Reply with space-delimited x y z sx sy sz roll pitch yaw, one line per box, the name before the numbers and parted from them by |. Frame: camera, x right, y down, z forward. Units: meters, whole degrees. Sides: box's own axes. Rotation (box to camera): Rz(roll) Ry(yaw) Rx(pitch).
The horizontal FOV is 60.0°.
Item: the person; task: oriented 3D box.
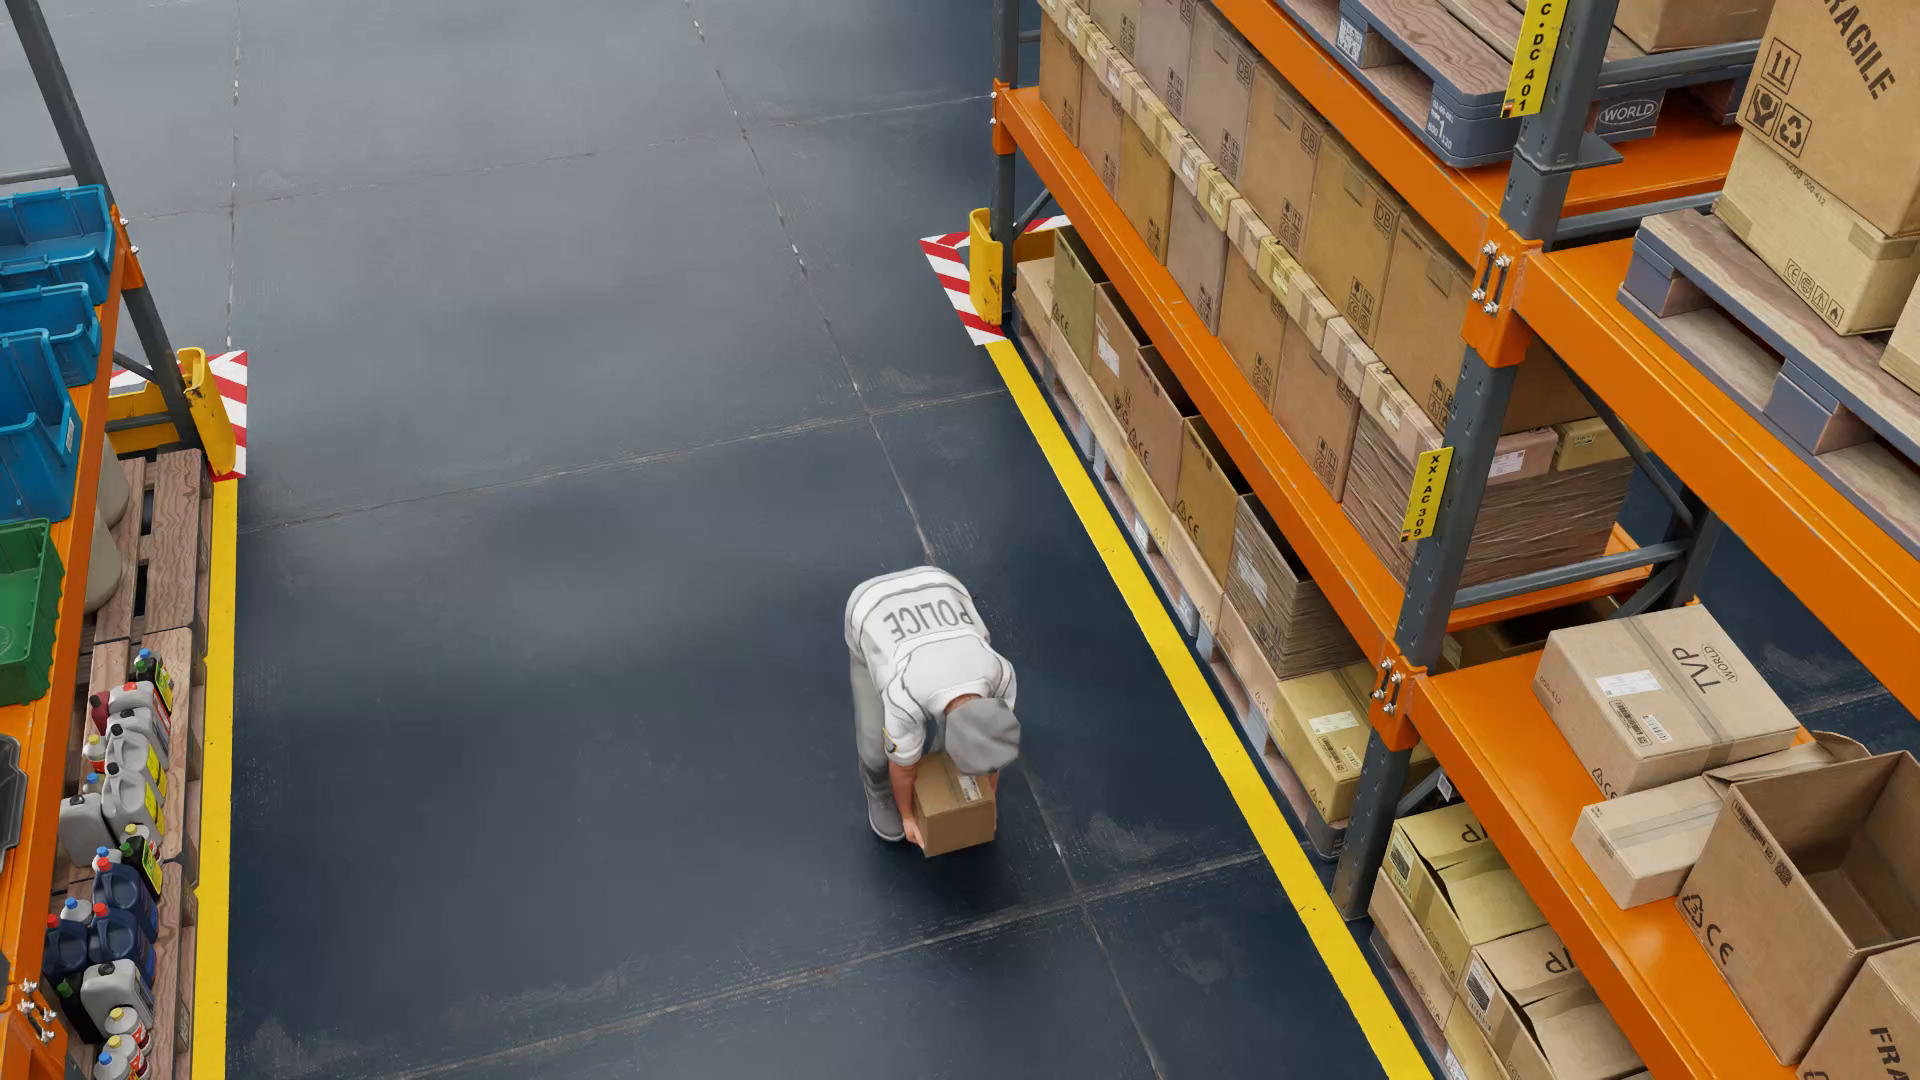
person | -0.077 0.711 5.785 0.490 1.195 1.038 -13 44 -14
